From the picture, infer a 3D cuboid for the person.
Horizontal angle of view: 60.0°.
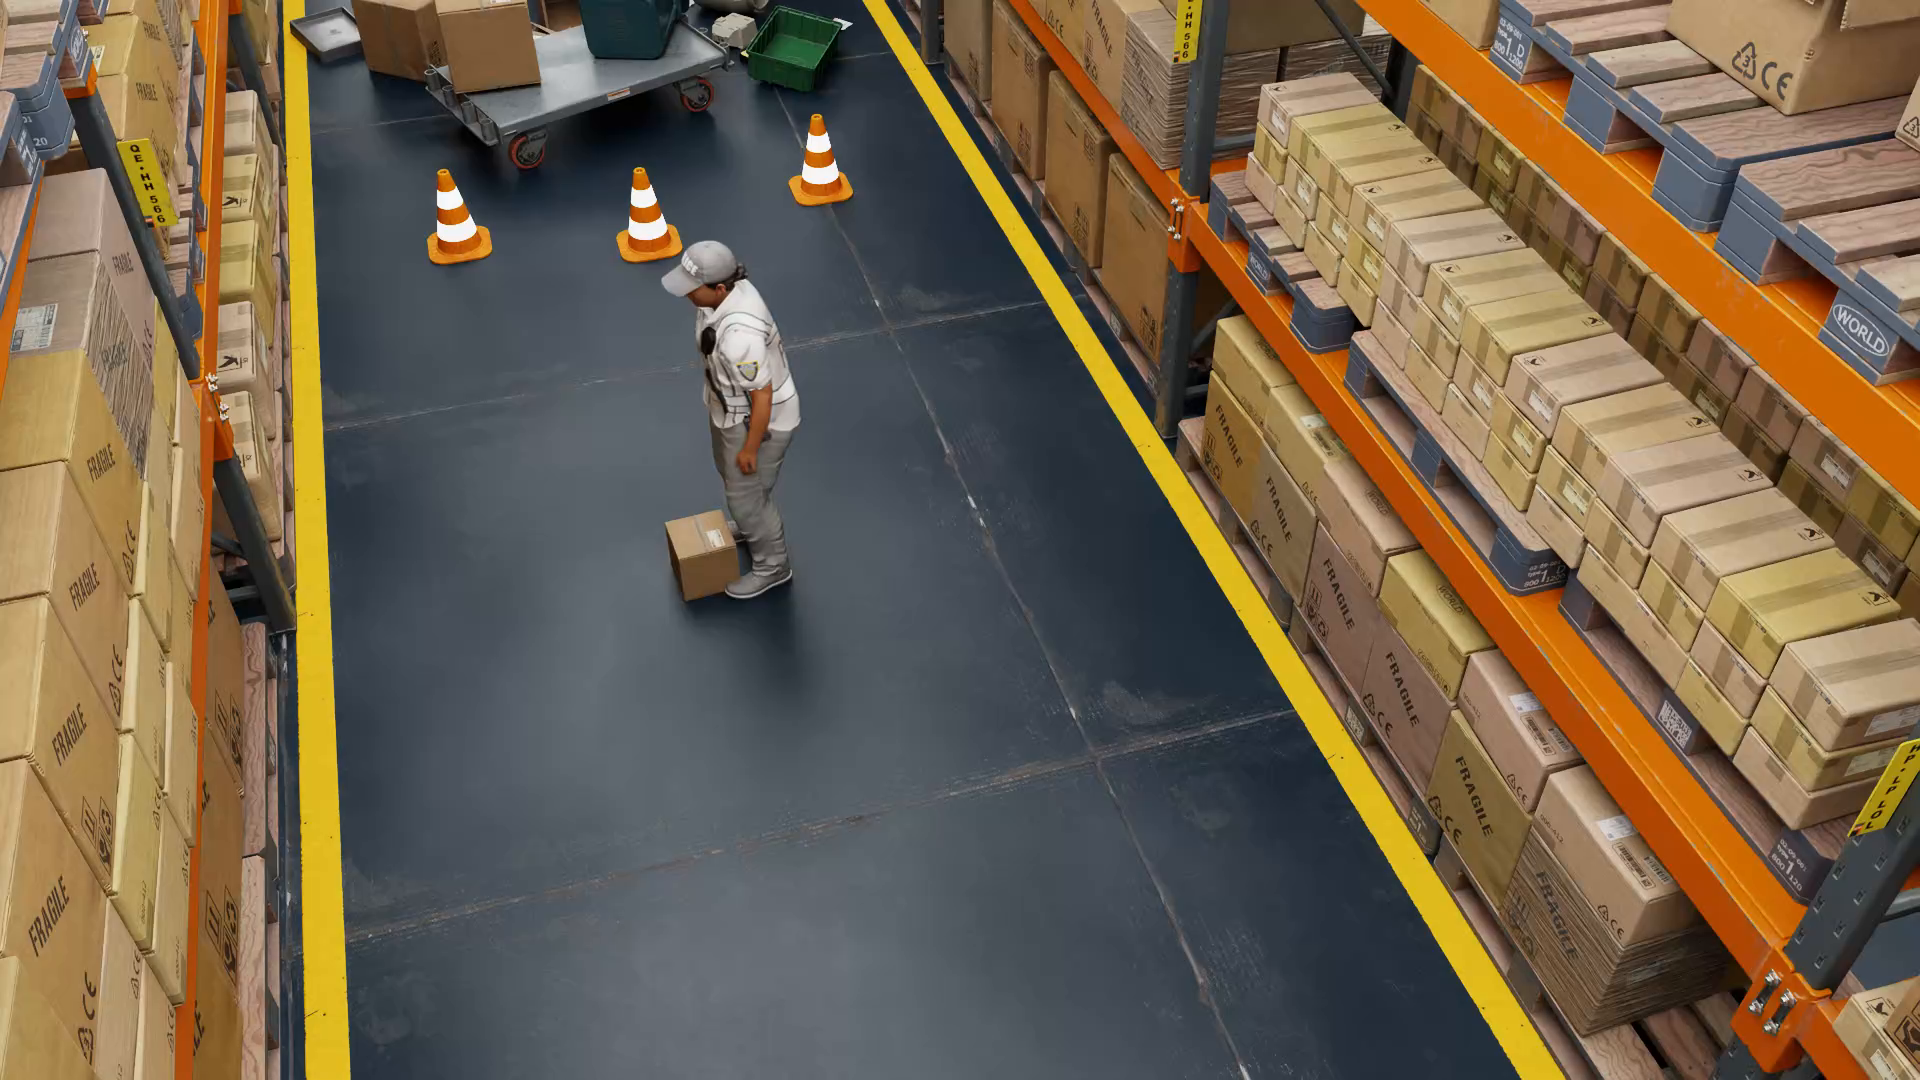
[{"bbox_3d":[0.690,-16.764,21.246,18.113,6.001,40.284,-14,44,-15],"label":"person"}]
